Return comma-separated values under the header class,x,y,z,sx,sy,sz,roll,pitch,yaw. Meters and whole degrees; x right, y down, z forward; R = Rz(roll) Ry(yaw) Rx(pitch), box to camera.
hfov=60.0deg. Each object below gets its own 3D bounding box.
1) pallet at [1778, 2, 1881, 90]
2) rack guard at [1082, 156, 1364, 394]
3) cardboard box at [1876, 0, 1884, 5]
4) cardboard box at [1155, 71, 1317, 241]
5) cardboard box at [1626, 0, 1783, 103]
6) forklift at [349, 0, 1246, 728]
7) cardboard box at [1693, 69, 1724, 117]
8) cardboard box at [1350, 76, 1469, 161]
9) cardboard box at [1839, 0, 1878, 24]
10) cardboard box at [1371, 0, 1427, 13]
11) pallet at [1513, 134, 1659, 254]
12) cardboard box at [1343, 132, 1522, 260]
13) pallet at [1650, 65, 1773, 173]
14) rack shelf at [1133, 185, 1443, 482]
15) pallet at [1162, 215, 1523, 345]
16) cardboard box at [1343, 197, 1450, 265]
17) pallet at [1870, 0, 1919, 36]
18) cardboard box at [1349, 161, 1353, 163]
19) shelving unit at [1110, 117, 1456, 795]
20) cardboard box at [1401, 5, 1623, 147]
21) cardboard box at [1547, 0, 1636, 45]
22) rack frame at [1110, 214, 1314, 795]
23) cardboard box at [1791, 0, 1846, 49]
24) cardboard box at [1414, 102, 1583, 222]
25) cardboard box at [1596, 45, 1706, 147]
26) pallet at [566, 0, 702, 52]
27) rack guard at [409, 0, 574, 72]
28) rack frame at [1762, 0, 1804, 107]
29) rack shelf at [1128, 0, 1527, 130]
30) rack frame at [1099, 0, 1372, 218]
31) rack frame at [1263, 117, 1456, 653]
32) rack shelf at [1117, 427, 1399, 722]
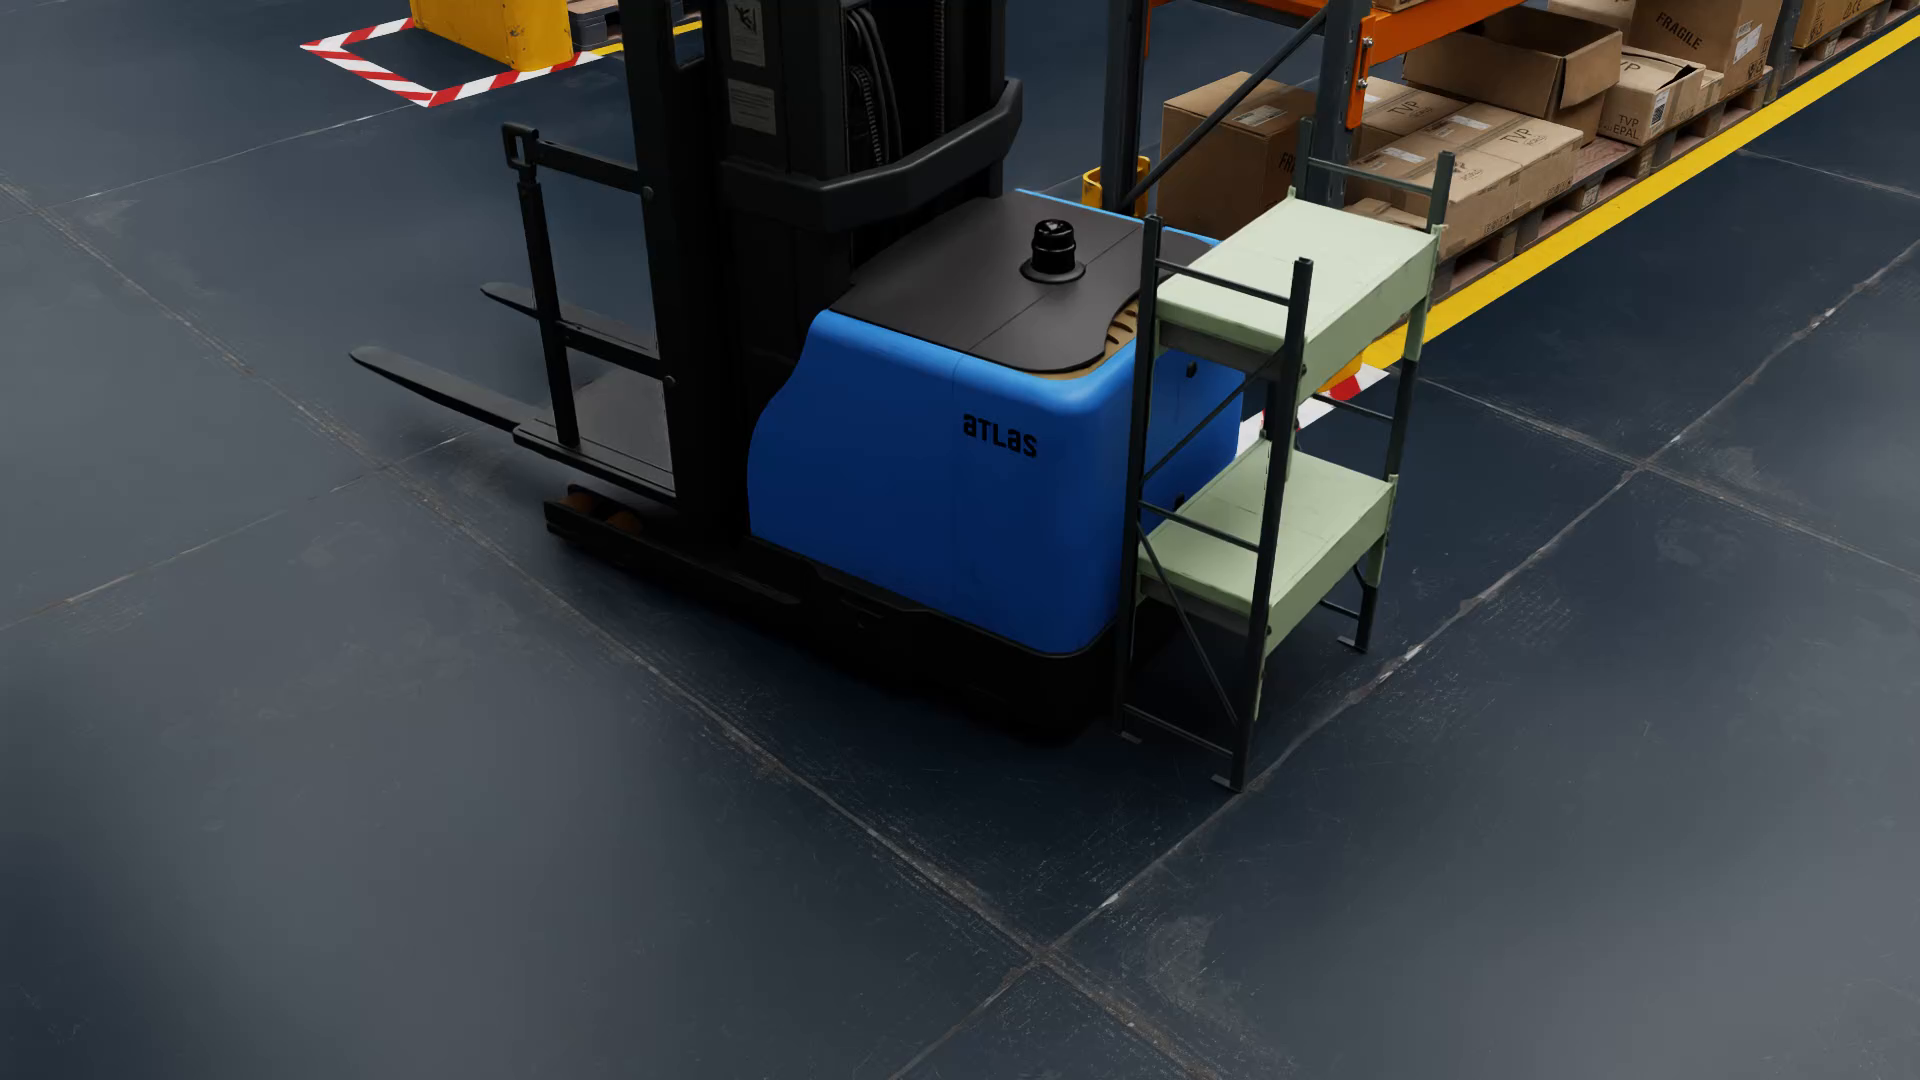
class,x,y,z,sx,sy,sz,roll,pitch,yaw
pallet,4.292,-2.839,9.136,1.003,0.211,1.213,30,45,35
rack guard,0.981,-1.019,6.274,1.175,0.500,0.348,30,45,35
cardboard box,4.984,-3.312,9.177,0.500,0.500,0.500,-29,44,-35
cardboard box,1.135,-1.489,6.563,0.500,0.500,0.500,30,45,35
cardboard box,3.545,-2.447,7.937,0.500,0.500,0.500,30,45,35
forklift,-0.688,-1.350,4.624,3.031,2.935,1.130,21,40,27
cardboard box,3.324,-2.126,7.785,0.380,0.149,0.250,30,45,35
cardboard box,1.826,-1.760,7.170,0.500,0.250,0.500,30,45,35
cardboard box,4.627,-3.112,8.890,0.500,0.500,0.500,-29,44,-35
cardboard box,1.427,-2.129,5.592,0.500,0.500,0.500,-29,44,-35
pallet,2.401,-1.717,7.528,1.003,0.211,1.213,30,45,35
cardboard box,1.864,-1.376,6.619,0.500,0.250,0.500,30,45,35
pallet,3.261,-2.215,8.242,1.003,0.211,1.213,30,45,35
rack shelf,0.790,-0.517,3.997,0.431,0.370,0.720,23,41,30
pallet,1.542,-1.225,6.822,1.003,0.211,1.213,30,45,35
cardboard box,1.642,-1.165,6.390,0.380,0.166,0.250,30,45,35
pallet,5.151,-3.337,9.850,1.003,0.211,1.213,30,45,35
cardboard box,1.485,-1.480,6.842,0.380,0.166,0.250,30,45,35
shelving unit,0.791,-0.197,4.220,0.431,1.500,0.755,23,41,30
cardboard box,2.425,-2.029,7.335,0.797,0.503,0.637,30,45,35
cardboard box,3.296,-2.632,8.367,0.500,0.311,0.500,30,45,35
rack frame,0.571,-0.029,3.980,0.400,1.500,0.023,23,41,30
cardboard box,4.259,-2.891,8.573,0.500,0.500,0.500,27,43,33
cardboard box,2.216,-1.579,6.910,0.500,0.250,0.500,30,45,35
cardboard box,3.017,-2.065,7.555,0.500,0.311,0.500,30,45,35
pallet,-1.977,-3.187,9.635,1.003,0.211,1.213,30,45,35
rack guard,-2.593,-2.971,9.073,1.175,0.500,0.348,30,45,35
rack frame,3.745,-3.637,7.843,1.000,3.000,0.127,30,45,35
rack shelf,2.336,-2.530,6.885,1.077,0.370,4.000,30,45,35
rack frame,0.927,-2.014,5.515,1.000,3.000,0.127,30,45,35
rack frame,1.010,-0.364,4.461,0.400,1.500,0.023,23,41,30
rack shelf,0.791,0.071,4.407,0.431,0.370,0.720,23,41,30
